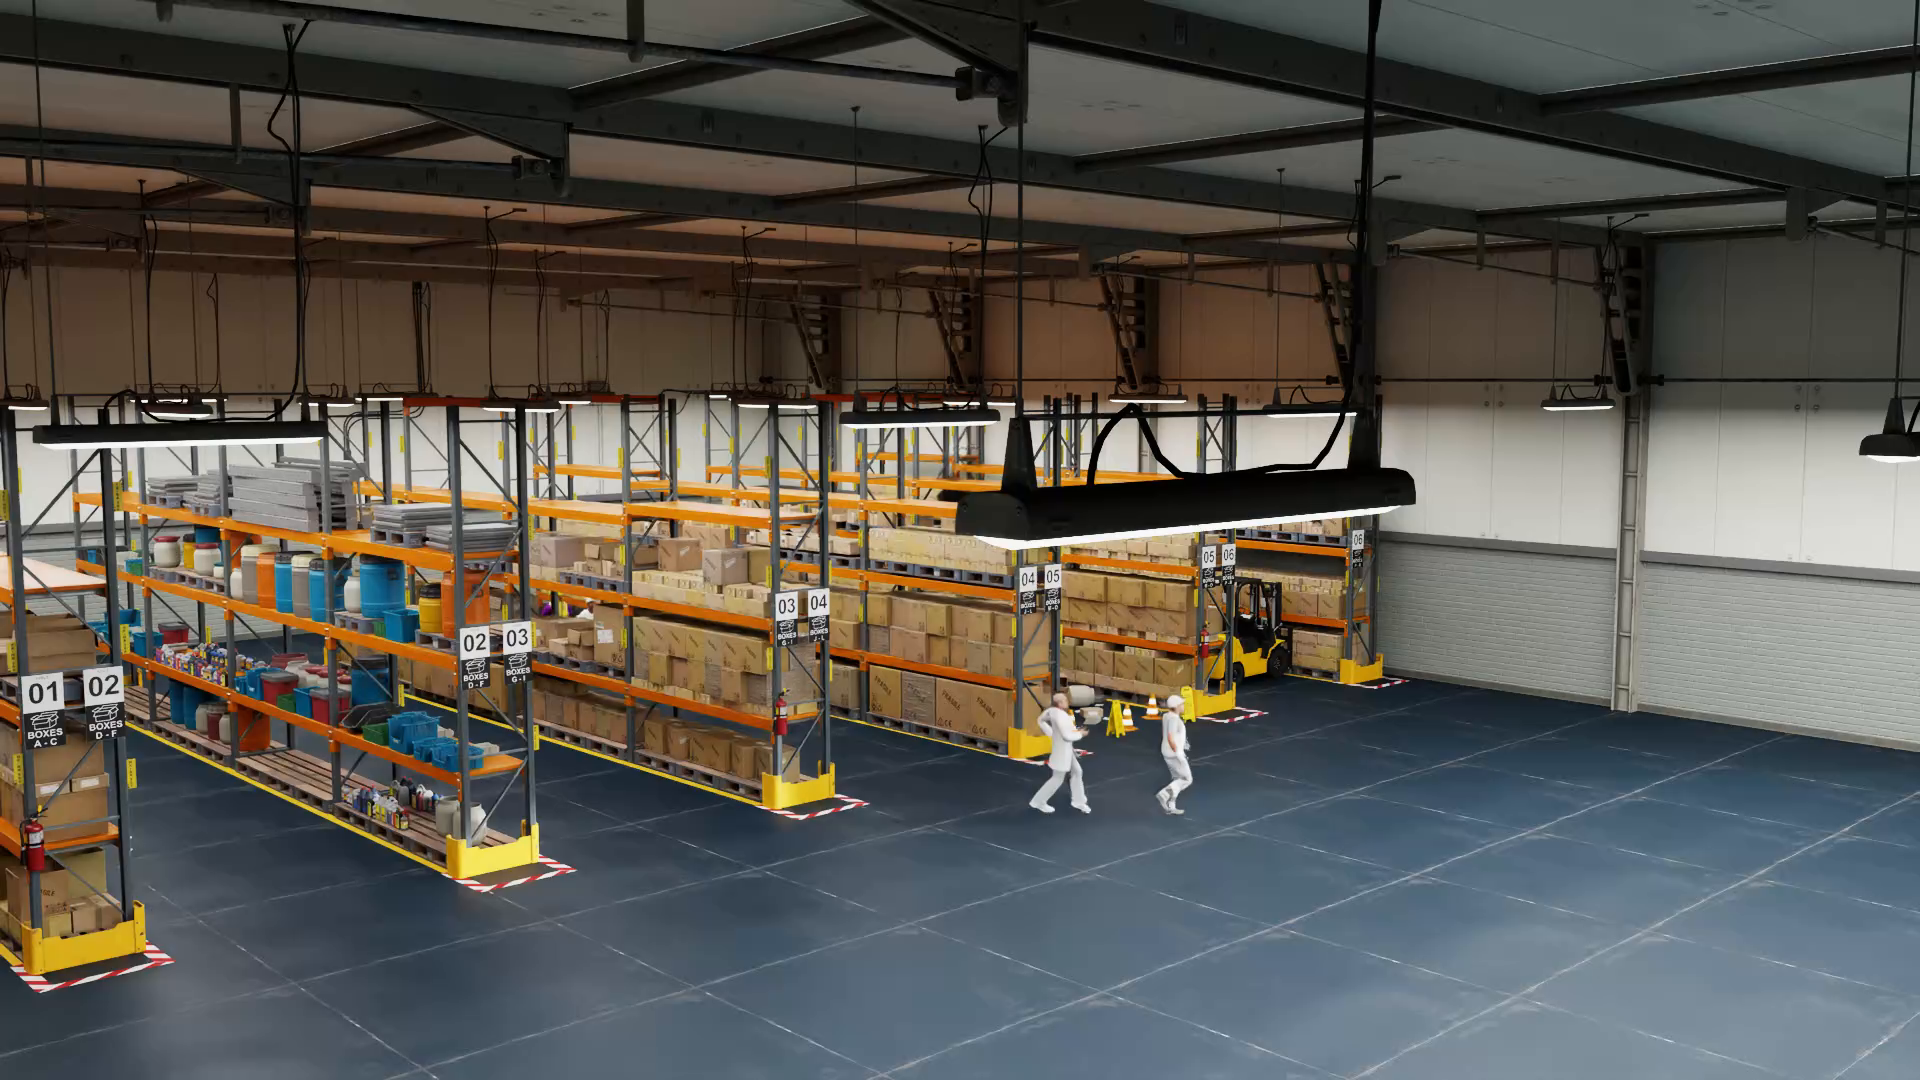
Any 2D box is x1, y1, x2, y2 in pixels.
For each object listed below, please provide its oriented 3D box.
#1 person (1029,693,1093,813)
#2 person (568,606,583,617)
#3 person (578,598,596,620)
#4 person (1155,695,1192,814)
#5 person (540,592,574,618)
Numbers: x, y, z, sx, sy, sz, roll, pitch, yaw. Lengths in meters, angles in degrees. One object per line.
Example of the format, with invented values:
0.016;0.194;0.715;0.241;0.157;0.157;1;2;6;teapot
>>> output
1.476;3.119;24.202;0.963;1.815;0.725;-1;6;-5;person
-9.528;1.525;41.278;0.668;1.698;0.675;1;6;15;person
-7.767;2.054;35.345;0.712;1.721;0.566;-4;7;-39;person
3.105;3.123;24.209;0.586;1.752;0.673;-1;6;-9;person
-8.721;1.954;36.320;0.574;1.728;0.706;5;8;44;person
